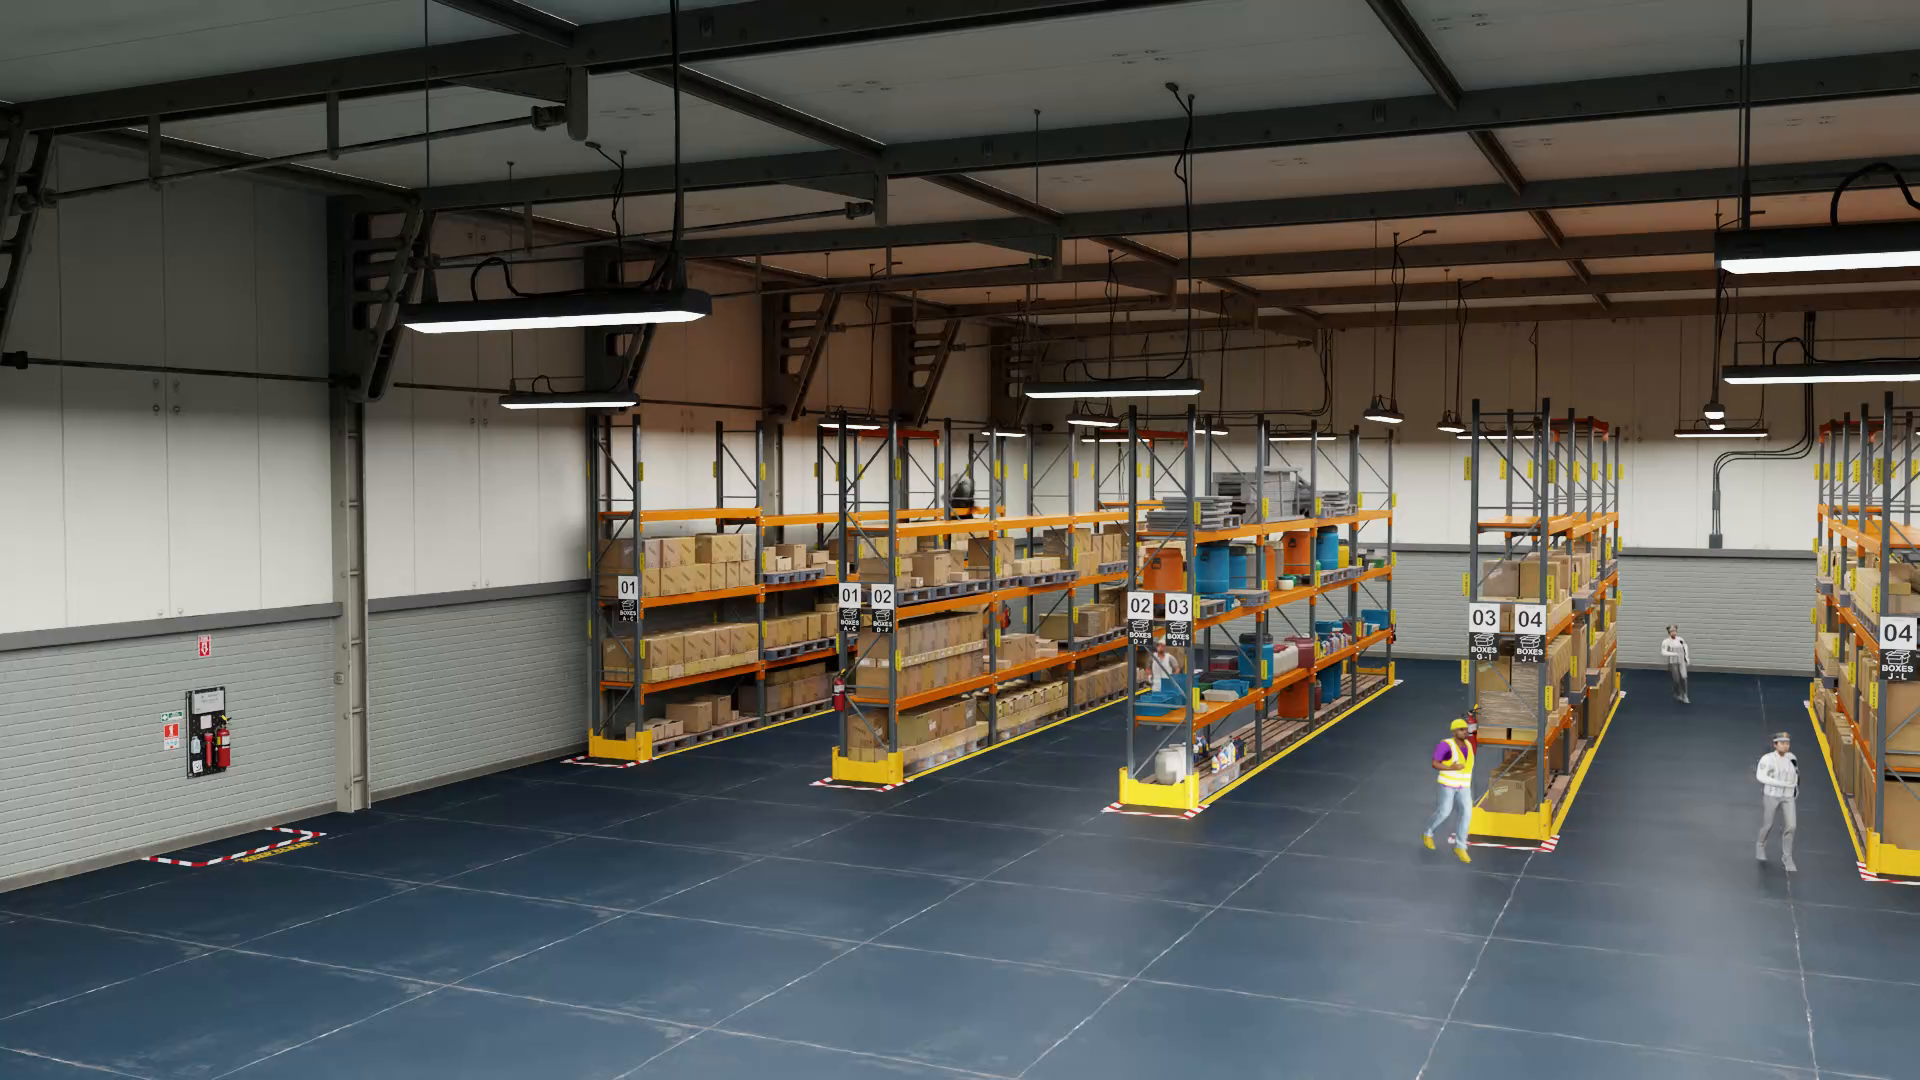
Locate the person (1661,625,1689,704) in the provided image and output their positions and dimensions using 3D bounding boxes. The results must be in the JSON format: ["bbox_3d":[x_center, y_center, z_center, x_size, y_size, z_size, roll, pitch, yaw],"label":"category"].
[{"bbox_3d":[15.469,2.667,35.954,0.590,1.669,0.767,1,2,13],"label":"person"}]

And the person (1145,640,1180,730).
[{"bbox_3d":[3.944,2.812,32.483,0.676,1.725,0.675,1,2,15],"label":"person"}]

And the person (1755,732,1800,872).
[{"bbox_3d":[10.371,3.288,21.077,0.620,1.752,0.761,0,2,3],"label":"person"}]

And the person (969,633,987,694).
[{"bbox_3d":[0.277,2.634,36.591,0.730,1.722,0.704,1,2,16],"label":"person"}]

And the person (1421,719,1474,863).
[{"bbox_3d":[6.434,3.224,21.671,0.696,1.804,0.858,-1,2,-18],"label":"person"}]
